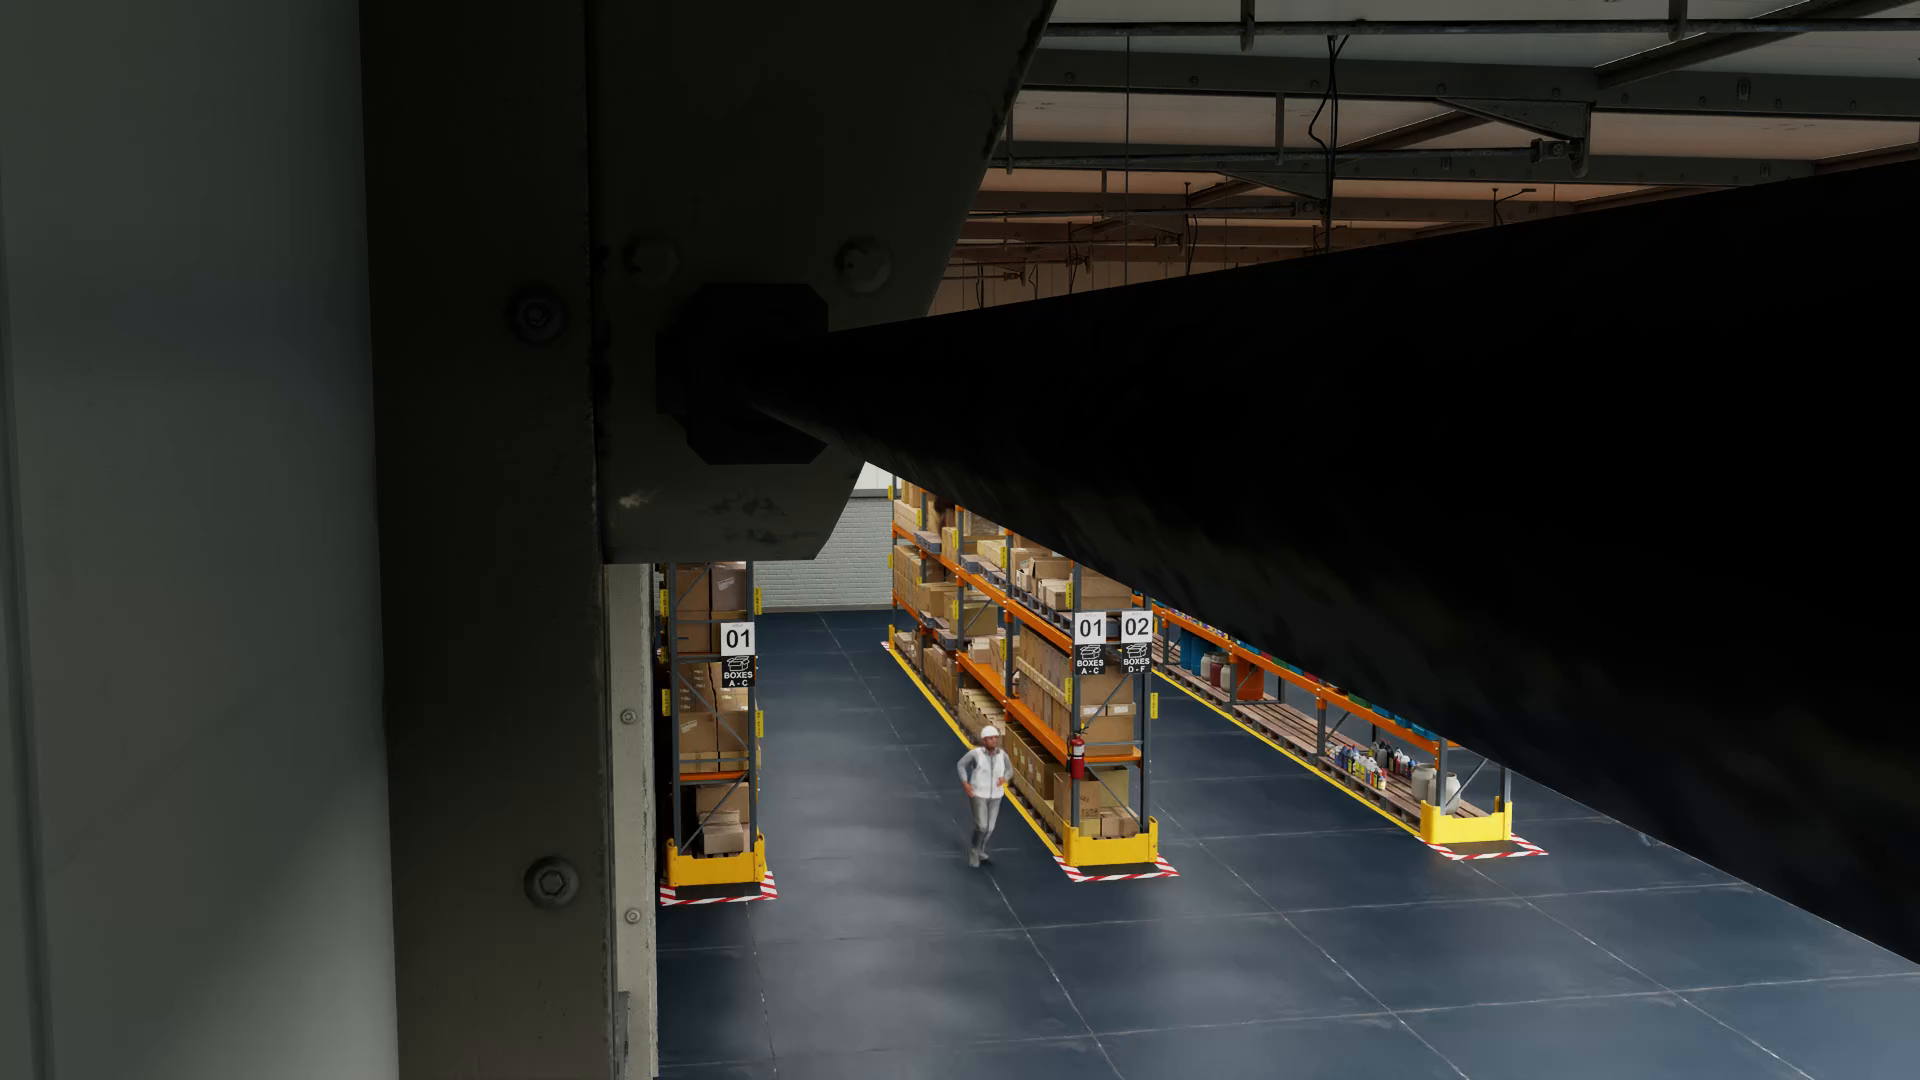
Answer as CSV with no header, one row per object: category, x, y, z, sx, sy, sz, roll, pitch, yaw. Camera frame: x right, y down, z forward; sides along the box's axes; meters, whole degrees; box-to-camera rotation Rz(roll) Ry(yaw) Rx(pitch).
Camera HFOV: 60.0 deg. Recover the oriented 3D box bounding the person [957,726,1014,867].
person,0.341,3.221,20.913,0.702,1.797,0.603,-2,7,-20
